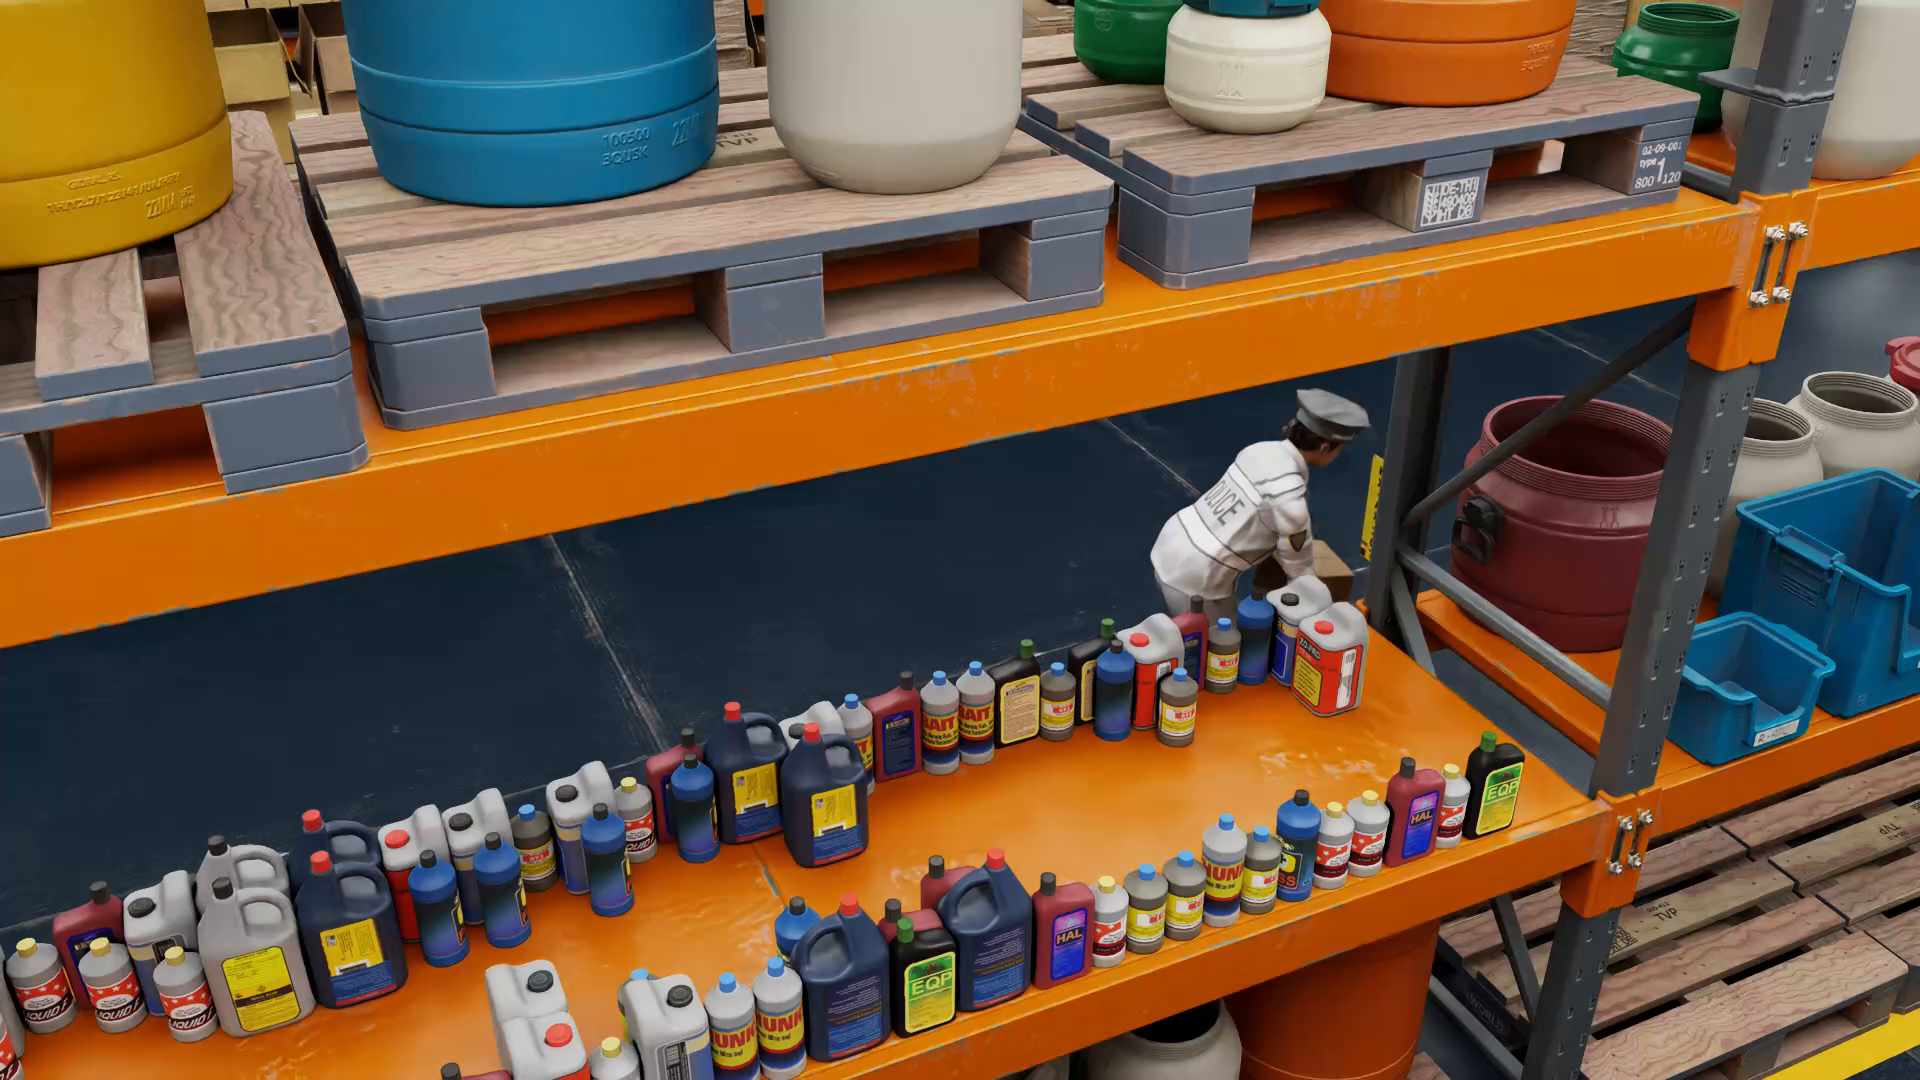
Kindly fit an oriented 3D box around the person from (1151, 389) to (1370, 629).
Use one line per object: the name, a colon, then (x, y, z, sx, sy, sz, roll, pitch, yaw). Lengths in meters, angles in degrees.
person: (1.034, 0.191, 5.957, 0.710, 1.507, 0.410, -5, 30, -8)
